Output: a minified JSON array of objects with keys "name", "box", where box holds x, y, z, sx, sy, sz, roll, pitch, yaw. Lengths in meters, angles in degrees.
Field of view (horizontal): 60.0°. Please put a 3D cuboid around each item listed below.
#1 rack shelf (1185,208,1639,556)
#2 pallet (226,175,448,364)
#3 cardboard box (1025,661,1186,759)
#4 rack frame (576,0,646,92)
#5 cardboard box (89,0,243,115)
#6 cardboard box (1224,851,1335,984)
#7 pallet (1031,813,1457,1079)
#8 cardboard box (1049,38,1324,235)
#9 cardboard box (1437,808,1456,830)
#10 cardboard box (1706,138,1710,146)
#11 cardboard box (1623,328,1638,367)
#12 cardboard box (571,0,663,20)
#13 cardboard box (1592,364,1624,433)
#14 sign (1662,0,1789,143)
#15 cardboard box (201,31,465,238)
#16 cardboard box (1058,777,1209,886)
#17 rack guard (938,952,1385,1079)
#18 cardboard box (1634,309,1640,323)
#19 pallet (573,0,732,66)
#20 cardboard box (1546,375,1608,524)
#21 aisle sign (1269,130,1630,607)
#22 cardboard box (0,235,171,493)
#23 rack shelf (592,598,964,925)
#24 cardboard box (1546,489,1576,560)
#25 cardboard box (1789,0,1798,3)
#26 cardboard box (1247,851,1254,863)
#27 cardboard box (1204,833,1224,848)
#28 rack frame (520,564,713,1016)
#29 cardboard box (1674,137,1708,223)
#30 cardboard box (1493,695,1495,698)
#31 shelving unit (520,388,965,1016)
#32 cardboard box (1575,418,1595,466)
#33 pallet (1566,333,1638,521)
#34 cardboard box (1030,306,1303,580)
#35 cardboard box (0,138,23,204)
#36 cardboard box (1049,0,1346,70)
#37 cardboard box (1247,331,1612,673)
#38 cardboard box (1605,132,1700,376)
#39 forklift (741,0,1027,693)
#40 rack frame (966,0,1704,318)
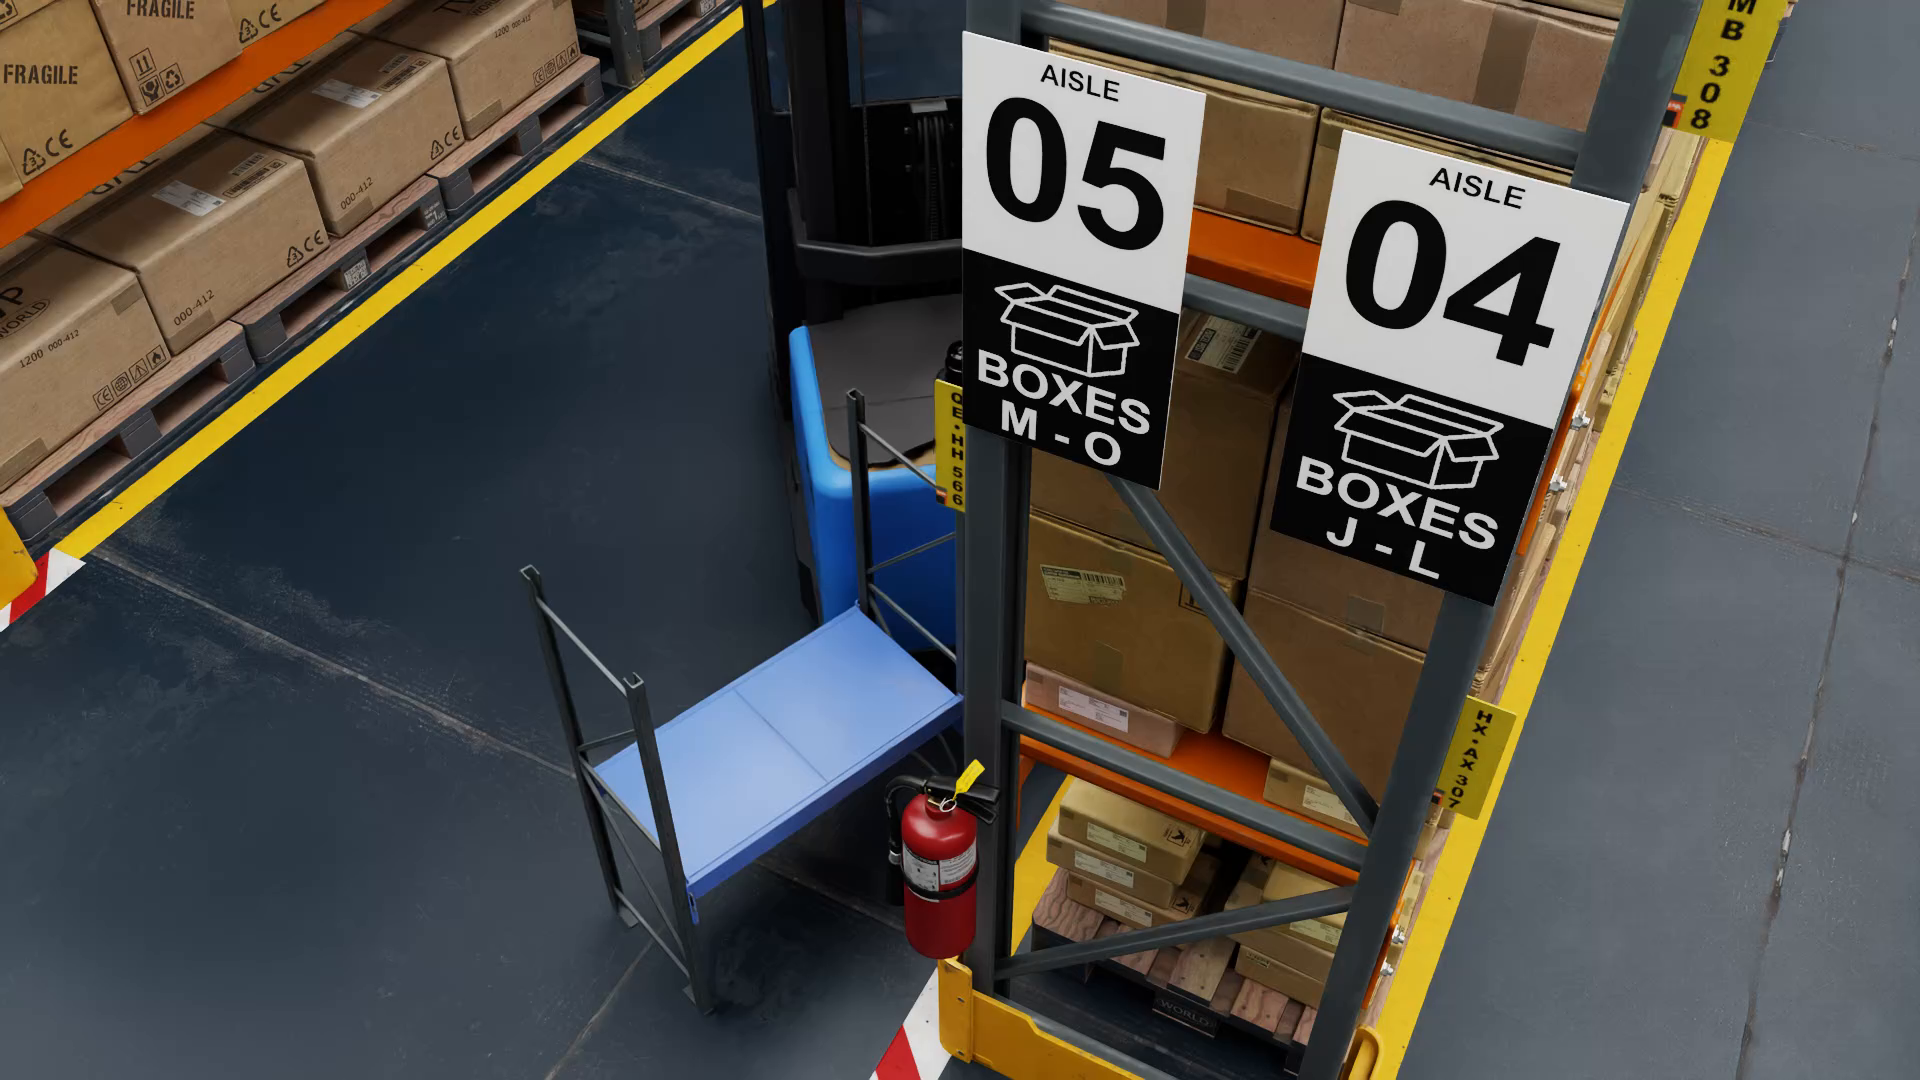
[{"name":"rack shelf","box":[1.407,-1.524,4.044,1.077,0.370,4.000,20,49,19]},{"name":"pallet","box":[-3.083,-1.348,7.434,1.003,0.211,1.213,20,49,19]},{"name":"cardboard box","box":[0.380,0.327,3.994,0.380,0.149,0.250,21,49,19]},{"name":"rack frame","box":[-2.095,-3.553,7.653,1.000,3.000,0.127,20,49,19]},{"name":"cardboard box","box":[-3.013,-1.918,5.967,0.500,0.500,0.500,20,49,19]},{"name":"cardboard box","box":[0.950,1.042,4.611,0.380,0.149,0.250,22,49,21]},{"name":"pallet","box":[0.923,0.970,5.143,1.003,0.211,1.213,20,49,19]},{"name":"cardboard box","box":[0.456,-0.838,2.966,0.500,0.250,0.500,19,48,18]},{"name":"cardboard box","box":[1.275,0.635,4.804,0.380,0.149,0.250,20,49,19]},{"name":"cardboard box","box":[3.158,-1.963,7.544,0.500,0.500,0.500,23,50,21]},{"name":"cardboard box","box":[2.456,-0.768,6.610,0.380,0.149,0.250,21,49,20]},{"name":"cardboard box","box":[-1.878,-3.371,8.671,0.875,0.875,0.875,22,49,20]},{"name":"cardboard box","box":[2.248,-0.580,6.214,0.380,0.149,0.250,19,48,18]},{"name":"sign","box":[0.960,-0.645,2.055,0.100,0.325,0.005,20,49,19]},{"name":"cardboard box","box":[-2.897,-1.876,7.501,0.875,0.438,0.875,19,48,18]},{"name":"cardboard box","box":[0.500,0.766,4.675,0.380,0.149,0.250,21,49,19]},{"name":"rack guard","box":[0.514,1.368,4.546,1.175,0.500,0.348,20,49,19]},{"name":"cardboard box","box":[2.471,-0.929,6.559,0.380,0.149,0.250,21,49,20]},{"name":"pallet","box":[-1.804,-3.084,9.150,1.003,0.211,1.213,20,49,19]},{"name":"cardboard box","box":[1.397,-0.444,4.300,0.500,0.500,0.500,21,49,20]},{"name":"aisle sign","box":[0.711,-0.231,2.542,0.394,0.787,0.004,20,49,19]},{"name":"cardboard box","box":[-3.734,-0.729,6.368,0.875,0.438,0.875,19,48,18]},{"name":"rack shelf","box":[-0.519,0.616,4.840,1.000,0.185,0.538,-32,53,-28]},{"name":"cardboard box","box":[1.975,-0.116,5.965,0.380,0.149,0.250,20,49,19]},{"name":"cardboard box","box":[2.926,-2.138,6.136,0.380,0.149,0.250,18,48,17]},{"name":"cardboard box","box":[1.055,0.976,4.886,0.380,0.149,0.250,20,49,19]},{"name":"cardboard box","box":[0.640,0.714,4.936,0.380,0.149,0.250,19,48,18]},{"name":"rack frame","box":[-0.901,0.727,4.477,0.032,1.500,0.500,-32,53,-28]},{"name":"cardboard box","box":[2.119,-1.397,5.243,0.500,0.500,0.500,19,48,18]},{"name":"cardboard box","box":[1.173,0.204,4.116,0.380,0.149,0.250,19,48,18]},{"name":"shelving unit","box":[-0.519,0.489,4.712,1.048,1.500,0.538,-32,53,-28]},{"name":"cardboard box","box":[1.975,-0.355,5.783,0.380,0.149,0.250,18,48,17]},{"name":"pallet","box":[2.055,-0.568,6.662,1.003,0.211,1.213,20,49,19]},{"name":"cardboard box","box":[0.471,-0.324,3.479,0.500,0.500,0.500,20,49,18]},{"name":"cardboard box","box":[-3.475,-1.276,5.332,0.500,0.500,0.500,20,49,19]},{"name":"cardboard box","box":[0.467,-1.014,2.788,0.500,0.250,0.500,19,48,18]},{"name":"cardboard box","box":[0.923,-0.149,3.306,0.500,0.500,0.500,20,49,19]},{"name":"cardboard box","box":[1.412,-0.789,3.939,0.500,0.500,0.500,19,48,18]},{"name":"forklift","box":[-0.182,-1.533,5.704,1.130,2.935,3.031,-7,46,-7]},{"name":"rack frame","box":[0.479,-1.571,1.476,1.000,3.000,0.127,20,49,19]}]
